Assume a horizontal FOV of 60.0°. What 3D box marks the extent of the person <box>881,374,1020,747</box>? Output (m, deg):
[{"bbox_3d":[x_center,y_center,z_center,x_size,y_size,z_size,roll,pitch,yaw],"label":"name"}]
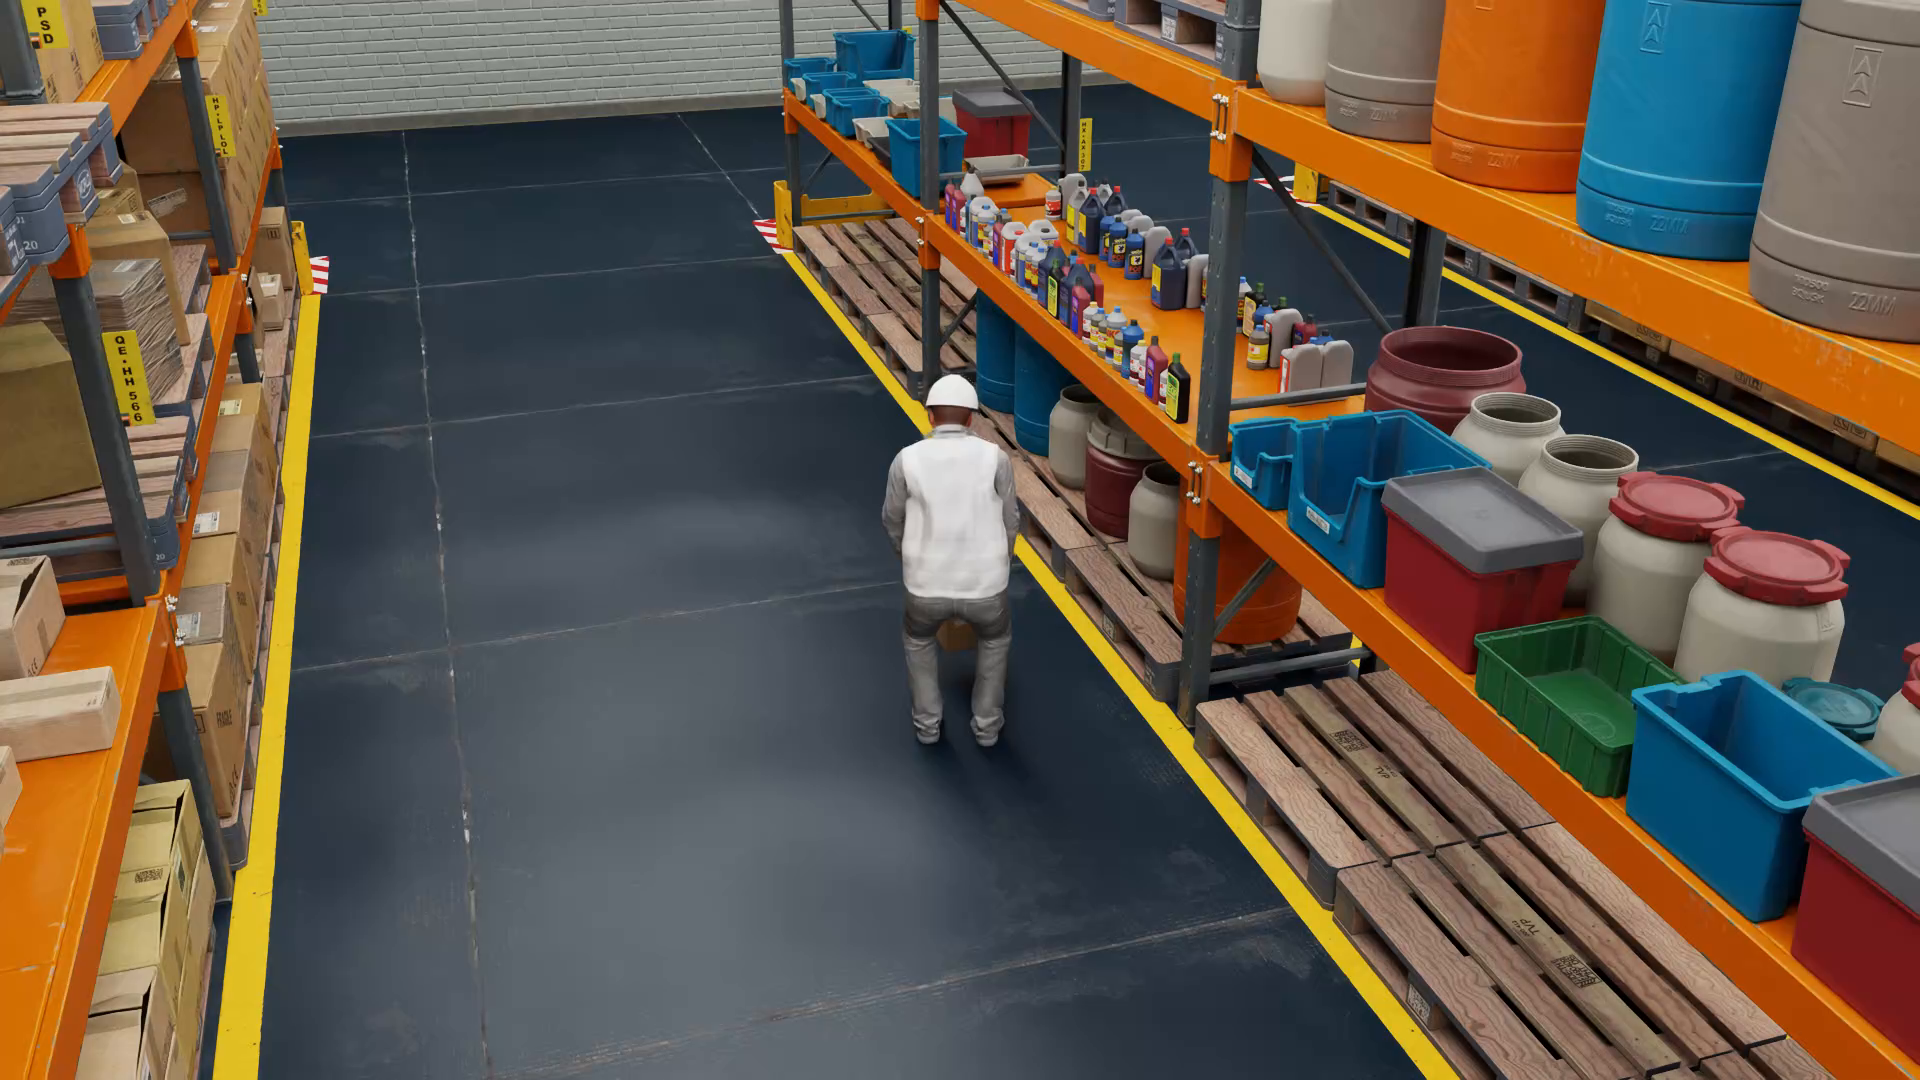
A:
[{"bbox_3d":[-0.041,0.115,7.075,0.586,1.584,0.649,2,26,4],"label":"person"}]
